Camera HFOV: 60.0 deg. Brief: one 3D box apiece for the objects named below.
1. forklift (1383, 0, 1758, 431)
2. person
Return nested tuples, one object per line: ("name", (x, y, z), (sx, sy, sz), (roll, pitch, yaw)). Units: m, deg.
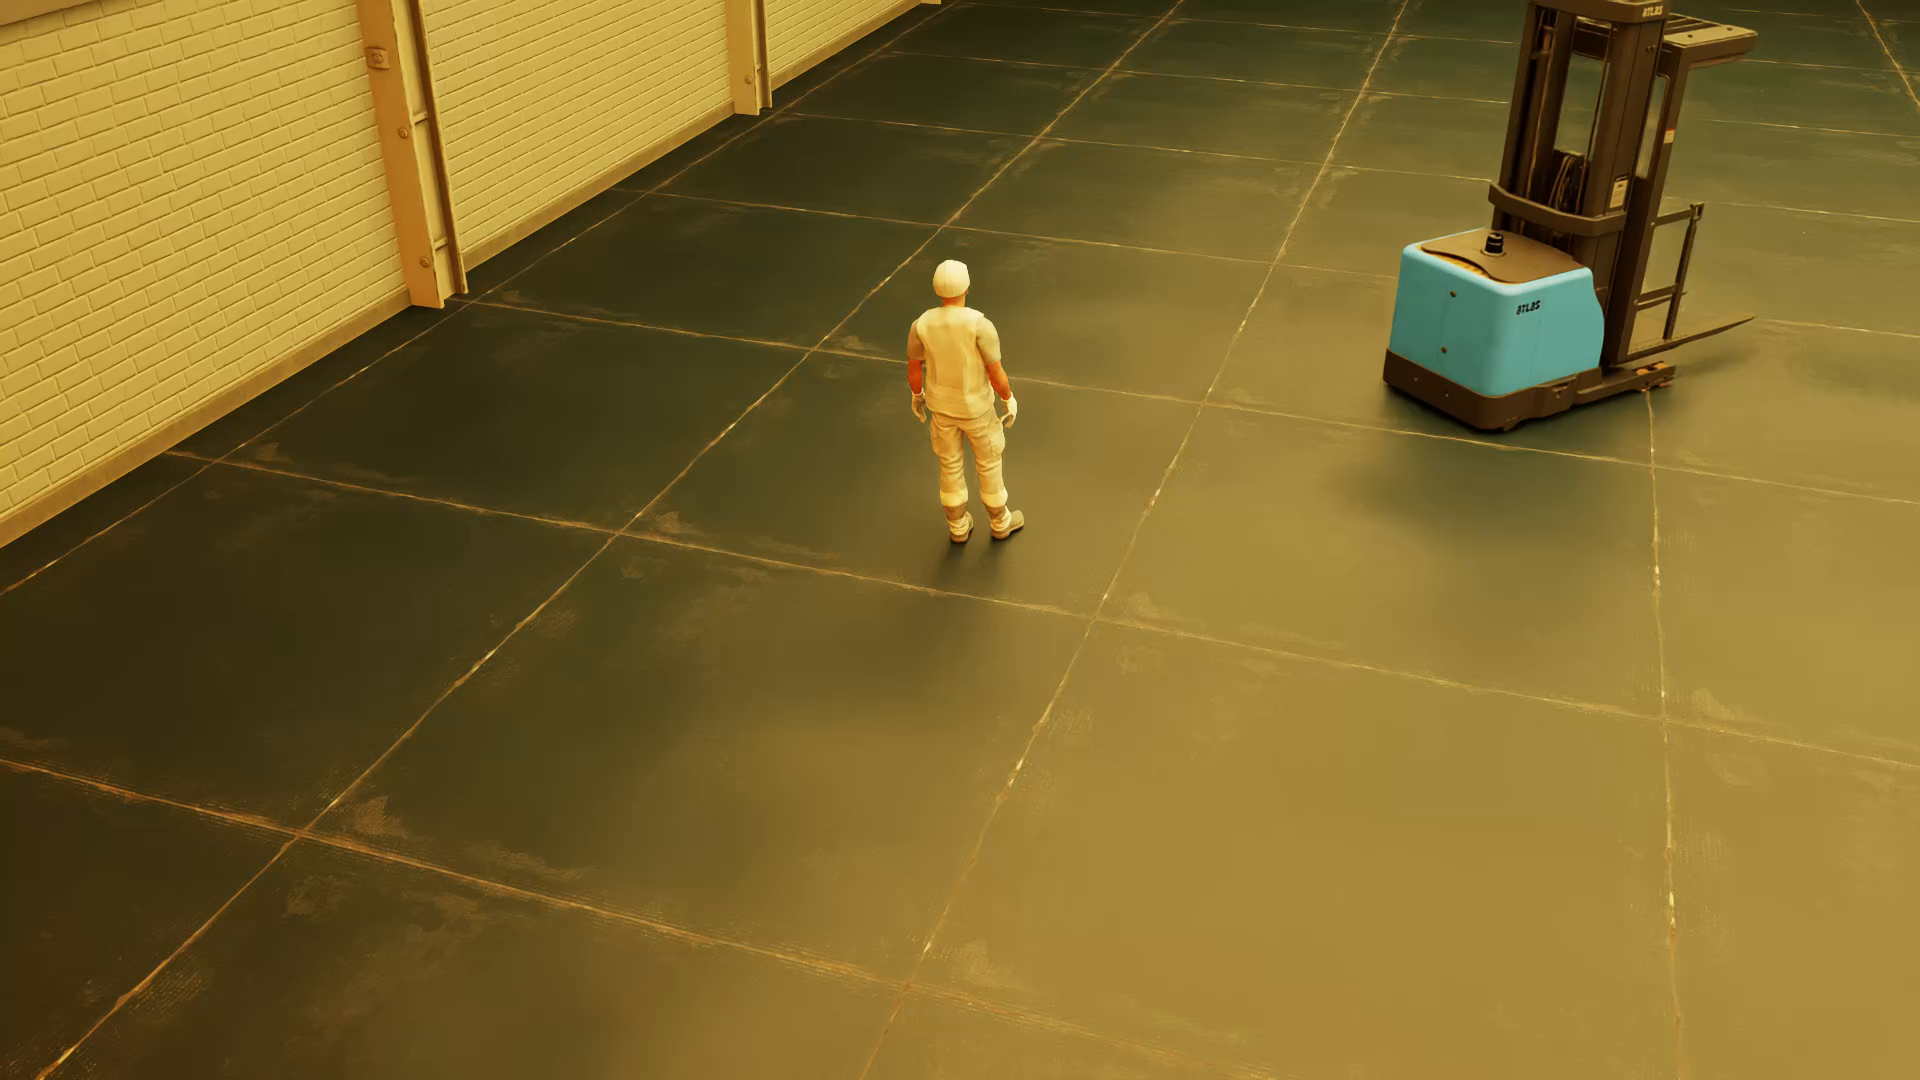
("forklift", (4.579, -2.545, 11.601), (3.031, 2.935, 1.130), (-16, 34, -26))
("person", (0.038, -0.819, 9.712), (0.637, 1.787, 0.564), (10, 31, 16))
